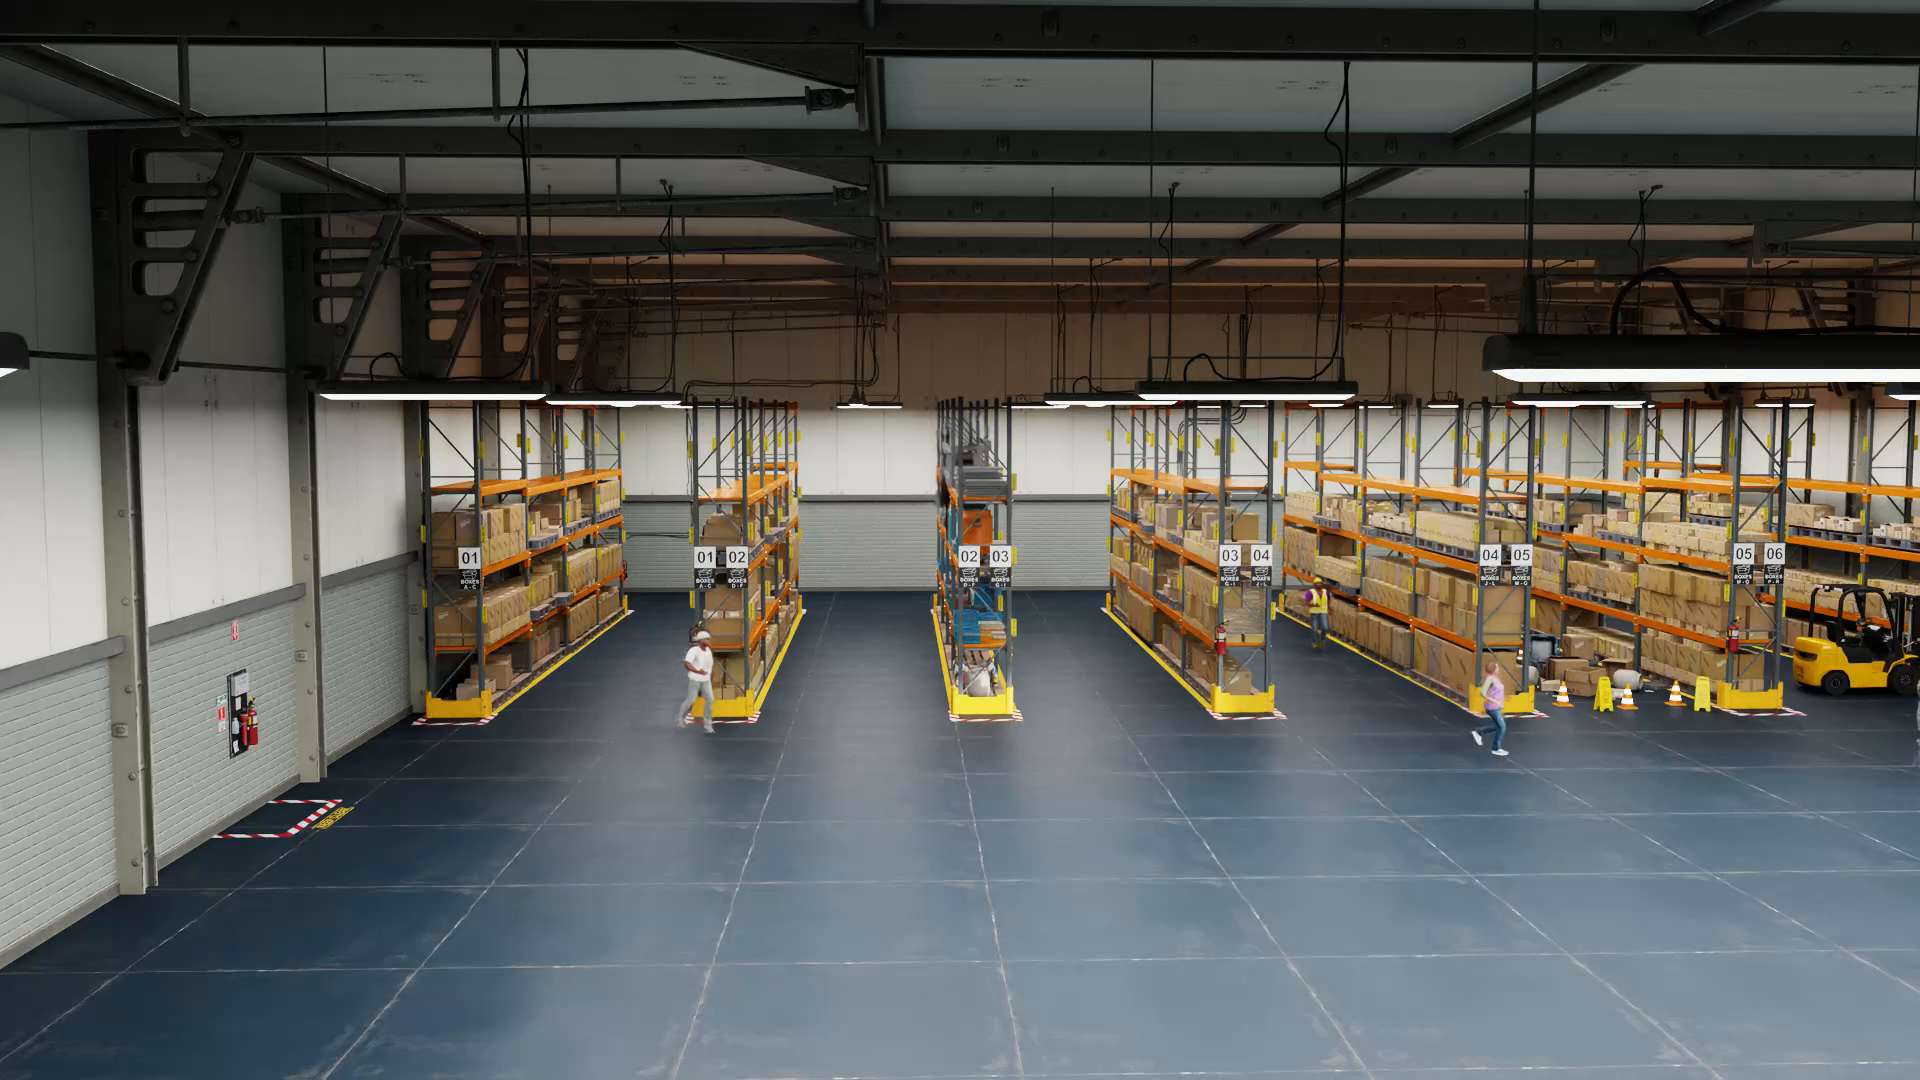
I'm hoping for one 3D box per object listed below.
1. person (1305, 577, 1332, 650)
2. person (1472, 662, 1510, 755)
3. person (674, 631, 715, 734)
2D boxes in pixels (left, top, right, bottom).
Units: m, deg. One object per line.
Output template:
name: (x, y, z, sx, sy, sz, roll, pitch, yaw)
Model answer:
person: (8.596, 1.769, 39.798, 0.675, 1.750, 0.675, 0, 4, -2)
person: (8.860, 2.801, 27.779, 0.637, 1.551, 0.540, 3, 5, 35)
person: (-4.643, 2.535, 29.869, 0.826, 1.792, 0.761, 3, 5, 35)
